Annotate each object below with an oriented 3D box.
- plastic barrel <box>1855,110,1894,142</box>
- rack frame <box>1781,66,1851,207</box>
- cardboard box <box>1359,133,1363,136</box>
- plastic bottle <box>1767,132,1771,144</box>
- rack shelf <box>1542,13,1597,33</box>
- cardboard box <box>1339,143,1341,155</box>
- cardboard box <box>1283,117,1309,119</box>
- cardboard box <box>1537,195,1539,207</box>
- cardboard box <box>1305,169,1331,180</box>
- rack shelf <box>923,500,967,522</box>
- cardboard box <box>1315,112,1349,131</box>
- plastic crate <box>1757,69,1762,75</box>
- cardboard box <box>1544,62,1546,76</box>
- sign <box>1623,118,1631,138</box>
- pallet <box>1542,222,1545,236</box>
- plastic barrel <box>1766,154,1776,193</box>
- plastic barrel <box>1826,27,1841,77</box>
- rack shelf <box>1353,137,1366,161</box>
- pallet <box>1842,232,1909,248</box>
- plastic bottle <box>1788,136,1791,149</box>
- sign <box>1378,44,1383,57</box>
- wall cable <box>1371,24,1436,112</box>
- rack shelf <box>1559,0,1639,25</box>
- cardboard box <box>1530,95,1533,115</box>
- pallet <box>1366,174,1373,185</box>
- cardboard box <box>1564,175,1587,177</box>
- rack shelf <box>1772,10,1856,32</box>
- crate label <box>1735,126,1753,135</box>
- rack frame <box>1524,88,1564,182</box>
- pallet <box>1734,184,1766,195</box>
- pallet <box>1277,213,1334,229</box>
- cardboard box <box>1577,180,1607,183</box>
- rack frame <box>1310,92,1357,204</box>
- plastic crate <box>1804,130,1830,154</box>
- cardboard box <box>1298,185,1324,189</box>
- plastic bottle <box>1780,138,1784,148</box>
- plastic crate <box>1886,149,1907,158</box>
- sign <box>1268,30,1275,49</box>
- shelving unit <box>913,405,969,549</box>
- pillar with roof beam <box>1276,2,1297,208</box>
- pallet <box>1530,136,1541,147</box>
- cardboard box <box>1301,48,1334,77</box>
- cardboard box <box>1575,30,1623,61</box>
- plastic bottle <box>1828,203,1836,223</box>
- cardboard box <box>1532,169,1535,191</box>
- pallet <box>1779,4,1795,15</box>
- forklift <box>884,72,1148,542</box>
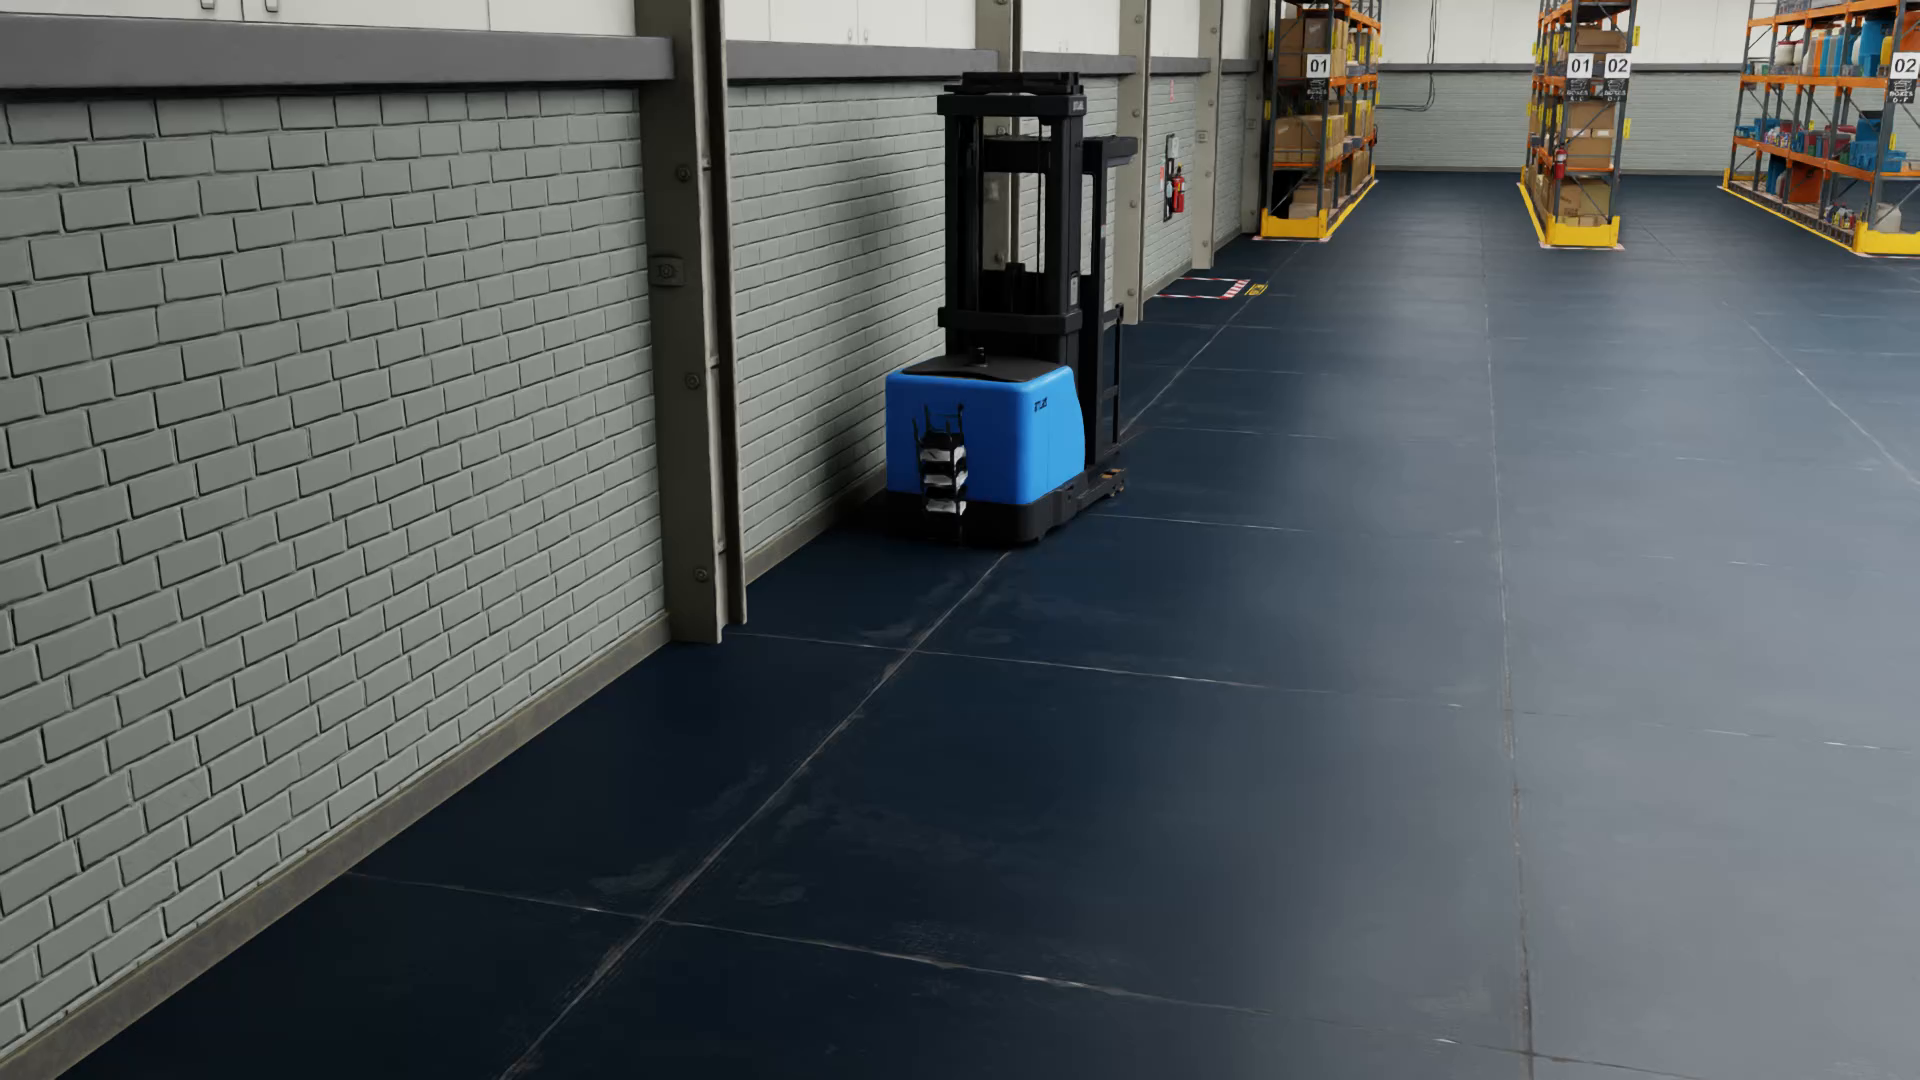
[{"bbox_3d":[17.102,-7.577,31.127,0.600,0.901,0.708,5,16,16],"label":"plastic barrel"},{"bbox_3d":[17.839,-8.305,34.612,1.000,3.000,0.127,5,16,16],"label":"rack frame"},{"bbox_3d":[9.468,-9.692,39.927,0.380,0.149,0.250,5,16,16],"label":"cardboard box"},{"bbox_3d":[18.375,-9.104,37.658,0.152,0.276,0.135,5,16,16],"label":"plastic bottle"},{"bbox_3d":[13.659,-11.561,37.148,1.077,0.370,4.000,5,16,16],"label":"rack shelf"},{"bbox_3d":[7.210,-7.687,32.672,0.500,0.250,0.500,5,17,16],"label":"cardboard box"},{"bbox_3d":[6.292,-7.685,31.289,0.500,0.500,0.500,4,16,14],"label":"cardboard box"},{"bbox_3d":[12.084,-6.920,33.998,0.500,0.250,0.500,5,17,17],"label":"cardboard box"},{"bbox_3d":[7.519,-7.706,34.900,0.500,0.250,0.500,4,16,15],"label":"cardboard box"},{"bbox_3d":[-0.080,-0.208,10.617,0.258,0.077,0.200,5,31,20],"label":"rack shelf"},{"bbox_3d":[8.216,-9.209,36.811,0.700,0.500,0.500,3,16,9],"label":"cardboard box"},{"bbox_3d":[18.972,-11.030,39.205,0.293,0.136,0.466,5,16,16],"label":"plastic crate"},{"bbox_3d":[13.475,-10.567,36.908,0.910,0.500,0.500,5,16,16],"label":"cardboard box"},{"bbox_3d":[11.348,-7.007,28.304,0.100,0.325,0.005,5,16,16],"label":"sign"},{"bbox_3d":[11.343,-5.777,30.810,1.003,0.211,1.213,5,16,16],"label":"pallet"},{"bbox_3d":[18.805,-8.403,38.033,0.600,0.901,0.708,5,16,16],"label":"plastic barrel"},{"bbox_3d":[16.825,-9.264,31.576,0.600,0.901,0.600,0,16,0],"label":"plastic barrel"},{"bbox_3d":[8.909,-9.250,39.263,1.077,0.370,4.000,5,16,16],"label":"rack shelf"},{"bbox_3d":[15.778,-5.106,28.444,1.003,0.211,1.213,5,16,16],"label":"pallet"},{"bbox_3d":[17.545,-8.388,35.118,0.061,0.283,0.133,5,16,16],"label":"plastic bottle"},{"bbox_3d":[11.130,-12.951,44.019,0.100,0.325,0.005,5,16,16],"label":"sign"},{"bbox_3d":[12.564,-14.010,49.424,3.097,2.526,0.112,5,16,16],"label":"wall cable"},{"bbox_3d":[11.386,-9.468,29.769,1.077,0.370,4.000,5,16,16],"label":"rack shelf"},{"bbox_3d":[14.985,-11.216,42.861,0.500,0.500,0.500,5,17,18],"label":"cardboard box"},{"bbox_3d":[10.462,-9.609,44.321,1.003,0.211,1.213,5,16,16],"label":"pallet"},{"bbox_3d":[13.178,-7.683,35.660,0.500,0.311,0.500,5,17,17],"label":"cardboard box"},{"bbox_3d":[18.407,-11.176,35.791,1.077,0.370,4.000,5,16,16],"label":"rack shelf"},{"bbox_3d":[19.727,-10.307,41.868,0.416,0.233,0.303,5,16,16],"label":"crate label"},{"bbox_3d":[15.364,-10.783,43.349,1.000,3.000,0.127,5,16,16],"label":"rack frame"},{"bbox_3d":[19.492,-8.525,40.500,1.003,0.211,1.213,5,16,16],"label":"pallet"},{"bbox_3d":[6.702,-6.186,32.253,1.003,0.211,1.213,5,16,16],"label":"pallet"},{"bbox_3d":[11.612,-6.352,30.623,0.500,0.500,0.500,5,16,16],"label":"cardboard box"},{"bbox_3d":[8.340,-9.073,37.320,1.000,3.000,0.127,5,16,16],"label":"rack frame"},{"bbox_3d":[17.086,-7.937,33.196,0.402,0.464,0.583,5,16,16],"label":"plastic crate"},{"bbox_3d":[6.947,-6.761,32.944,0.500,0.500,0.500,3,16,12],"label":"cardboard box"},{"bbox_3d":[17.854,-8.616,36.072,0.097,0.201,0.097,0,16,0],"label":"plastic bottle"},{"bbox_3d":[16.648,-6.876,29.848,0.499,0.251,0.616,5,16,16],"label":"plastic crate"},{"bbox_3d":[5.540,-8.897,29.581,0.100,0.325,0.005,5,16,16],"label":"sign"},{"bbox_3d":[-0.101,-0.393,10.512,0.258,0.900,0.210,5,31,20],"label":"shelving unit"},{"bbox_3d":[11.269,-11.352,34.362,9.100,9.000,0.400,5,16,16],"label":"pillar with roof beam"},{"bbox_3d":[13.216,-8.780,36.640,1.213,0.211,1.003,5,16,16],"label":"pallet"},{"bbox_3d":[6.402,-8.549,29.756,0.500,0.500,0.500,5,17,17],"label":"cardboard box"},{"bbox_3d":[10.985,-8.509,28.620,0.797,0.503,0.637,6,17,20],"label":"cardboard box"},{"bbox_3d":[16.075,-6.017,30.593,0.144,0.351,0.185,5,17,17],"label":"plastic bottle"},{"bbox_3d":[13.422,-8.235,38.140,0.500,0.500,0.500,4,16,14],"label":"cardboard box"},{"bbox_3d":[18.770,-11.735,36.792,1.003,0.211,1.213,5,16,16],"label":"pallet"},{"bbox_3d":[0.567,-1.756,11.648,1.130,2.935,3.031,7,17,23],"label":"forklift"}]
